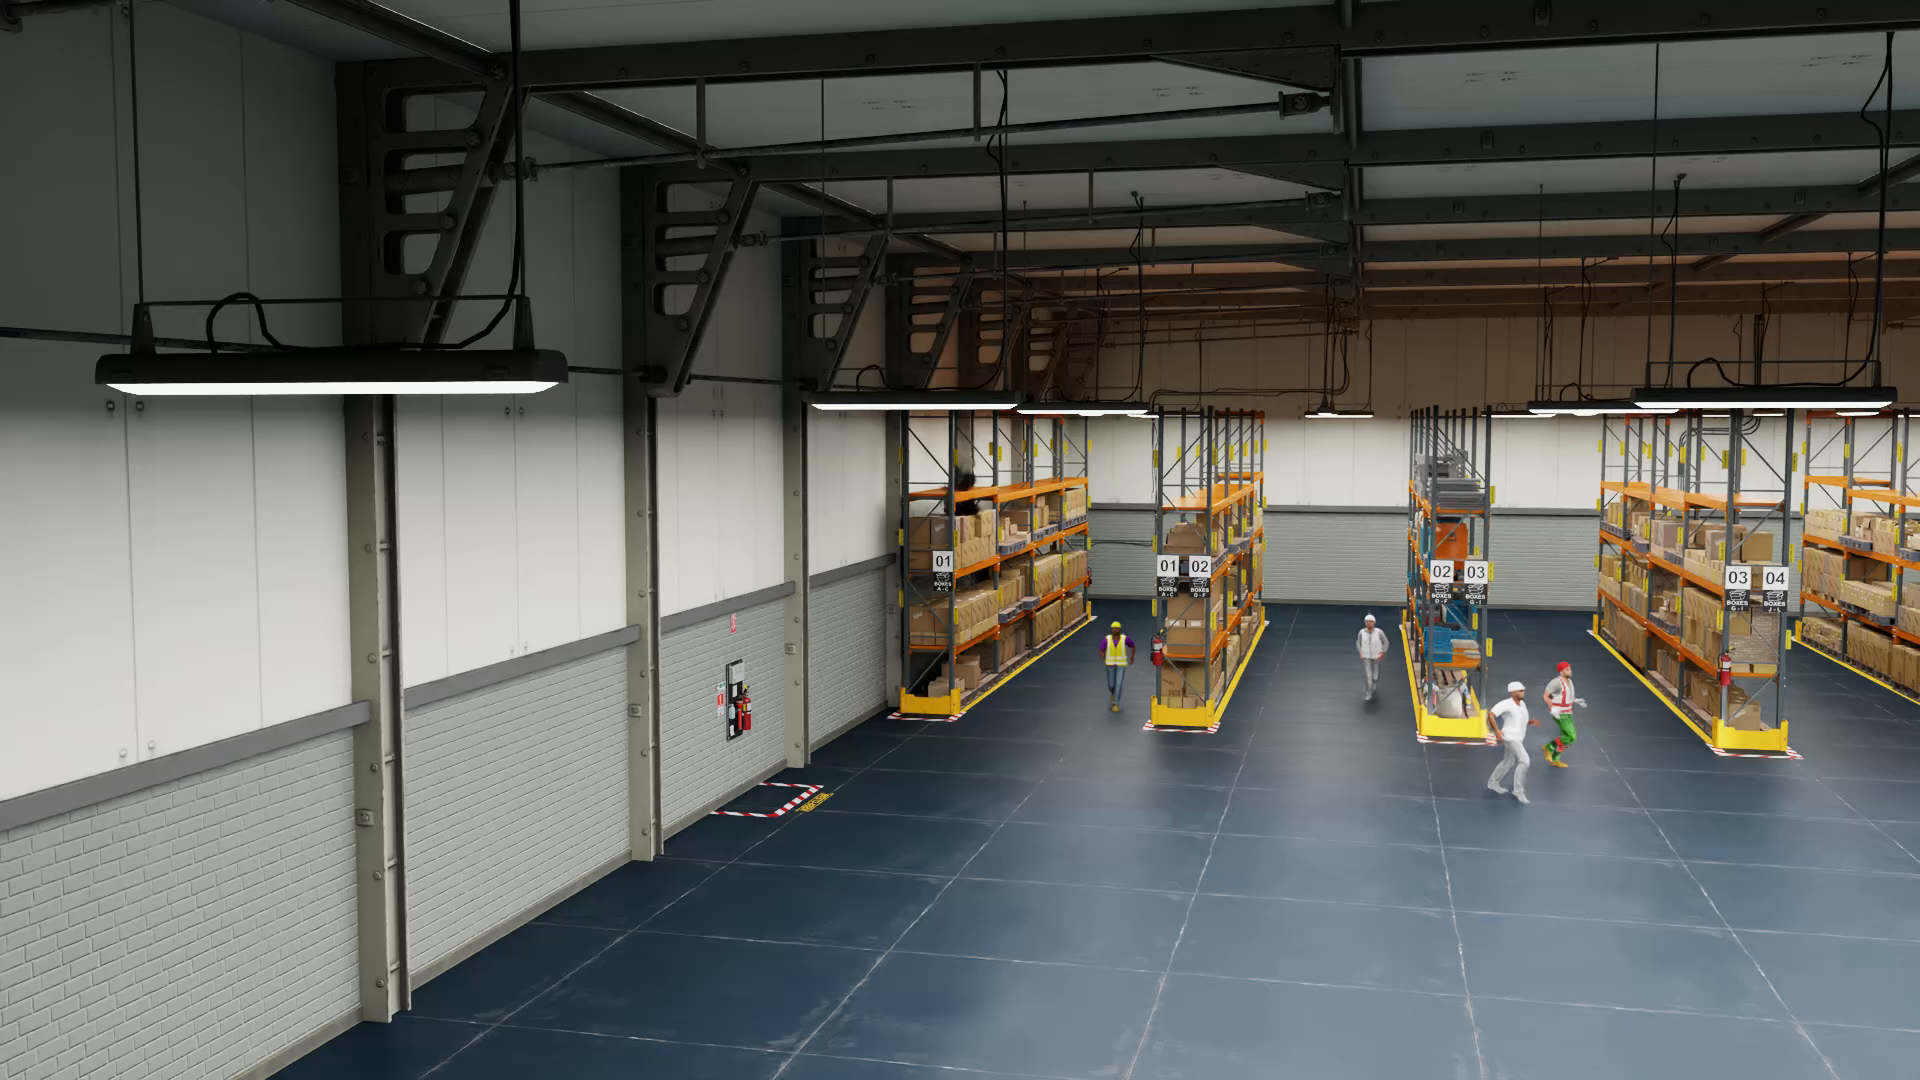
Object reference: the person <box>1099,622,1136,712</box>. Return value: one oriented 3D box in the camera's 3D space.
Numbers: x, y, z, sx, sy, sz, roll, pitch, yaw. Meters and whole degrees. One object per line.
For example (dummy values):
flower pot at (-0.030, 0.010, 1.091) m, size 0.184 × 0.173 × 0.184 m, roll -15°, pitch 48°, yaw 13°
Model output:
person at (3.105, 2.486, 32.976) m, size 0.713 × 1.741 × 0.966 m, roll 1°, pitch 4°, yaw 11°

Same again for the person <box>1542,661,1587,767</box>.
person at (9.998, 2.877, 27.474) m, size 0.607 × 1.749 × 0.637 m, roll 4°, pitch 6°, yaw 45°

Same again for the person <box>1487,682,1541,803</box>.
person at (8.381, 3.046, 25.191) m, size 0.775 × 1.828 × 0.678 m, roll 3°, pitch 5°, yaw 36°

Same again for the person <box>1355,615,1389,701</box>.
person at (8.484, 2.406, 34.253) m, size 0.668 × 1.756 × 0.651 m, roll 1°, pitch 4°, yaw 18°
